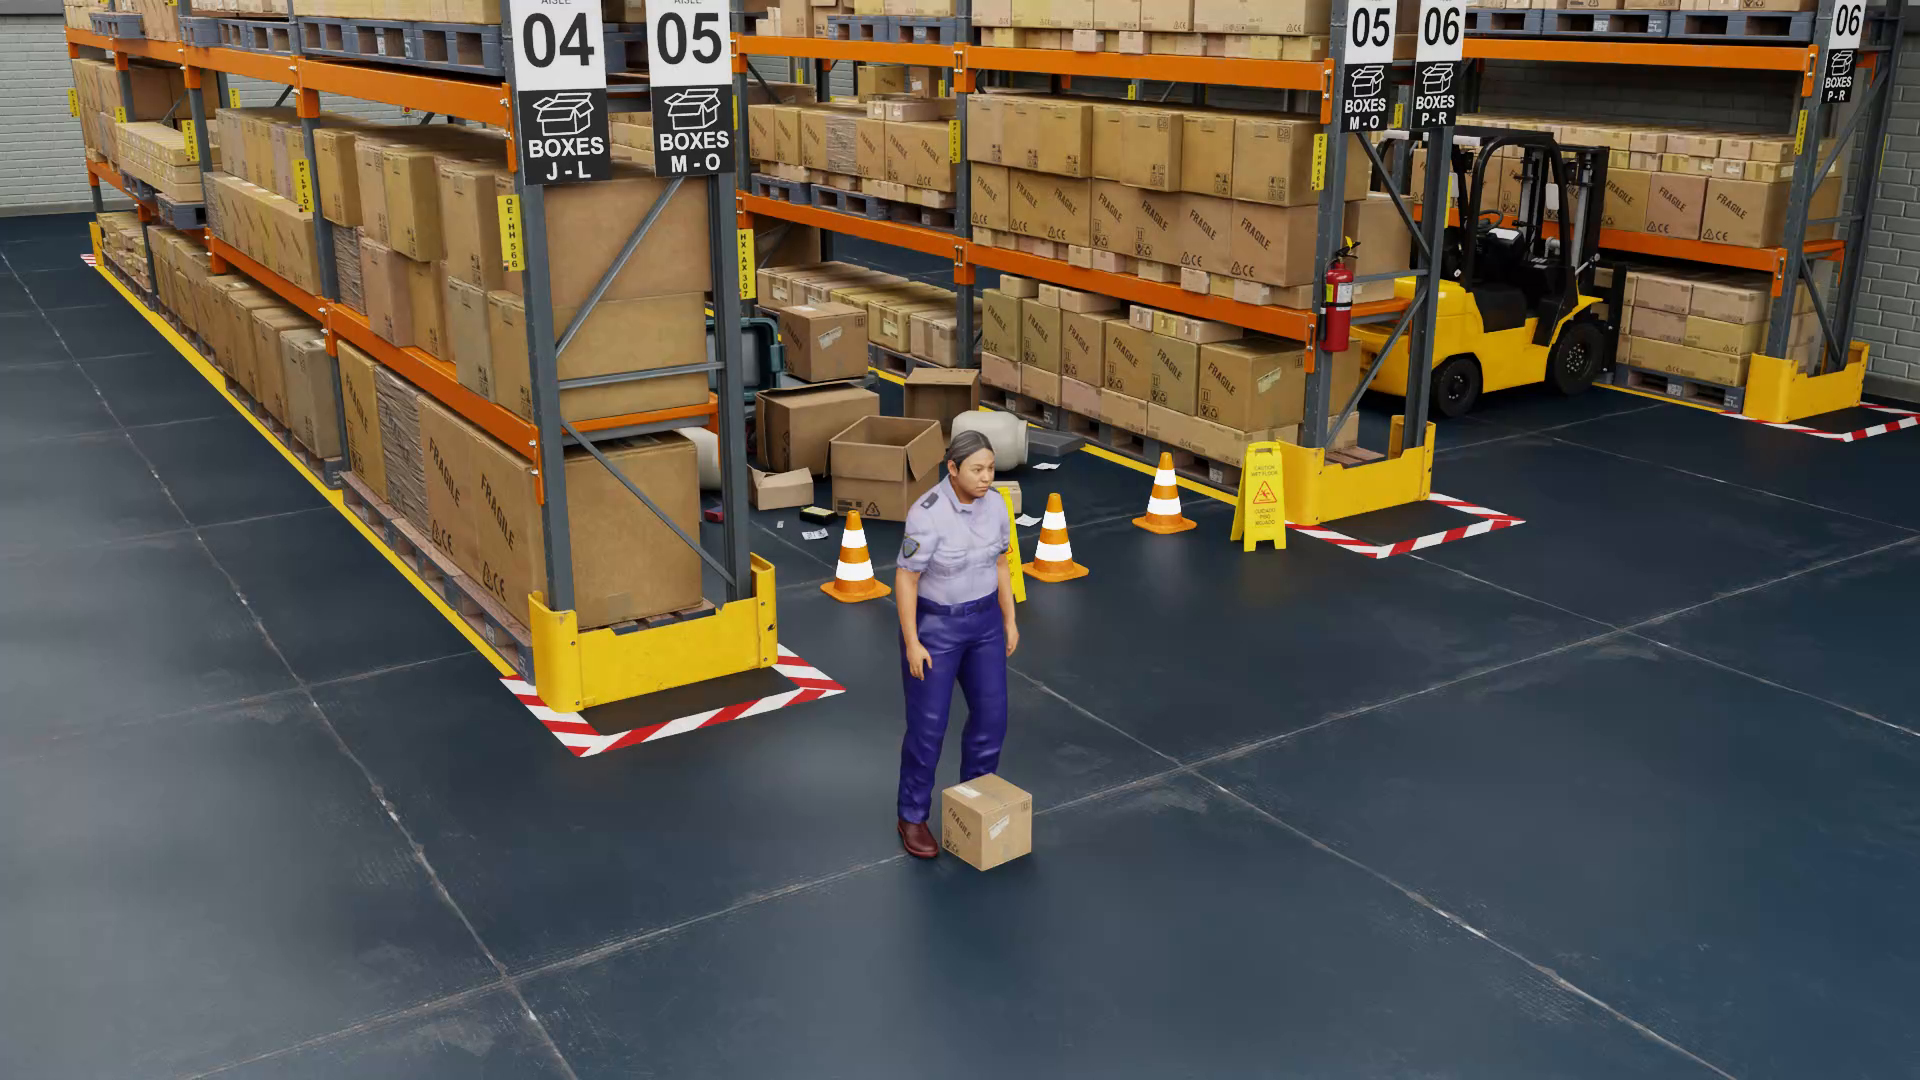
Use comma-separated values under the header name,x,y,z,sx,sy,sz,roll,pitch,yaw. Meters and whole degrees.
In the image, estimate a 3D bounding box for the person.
name,x,y,z,sx,sy,sz,roll,pitch,yaw
person,-0.007,0.375,6.429,0.562,1.653,0.418,-13,22,-34
